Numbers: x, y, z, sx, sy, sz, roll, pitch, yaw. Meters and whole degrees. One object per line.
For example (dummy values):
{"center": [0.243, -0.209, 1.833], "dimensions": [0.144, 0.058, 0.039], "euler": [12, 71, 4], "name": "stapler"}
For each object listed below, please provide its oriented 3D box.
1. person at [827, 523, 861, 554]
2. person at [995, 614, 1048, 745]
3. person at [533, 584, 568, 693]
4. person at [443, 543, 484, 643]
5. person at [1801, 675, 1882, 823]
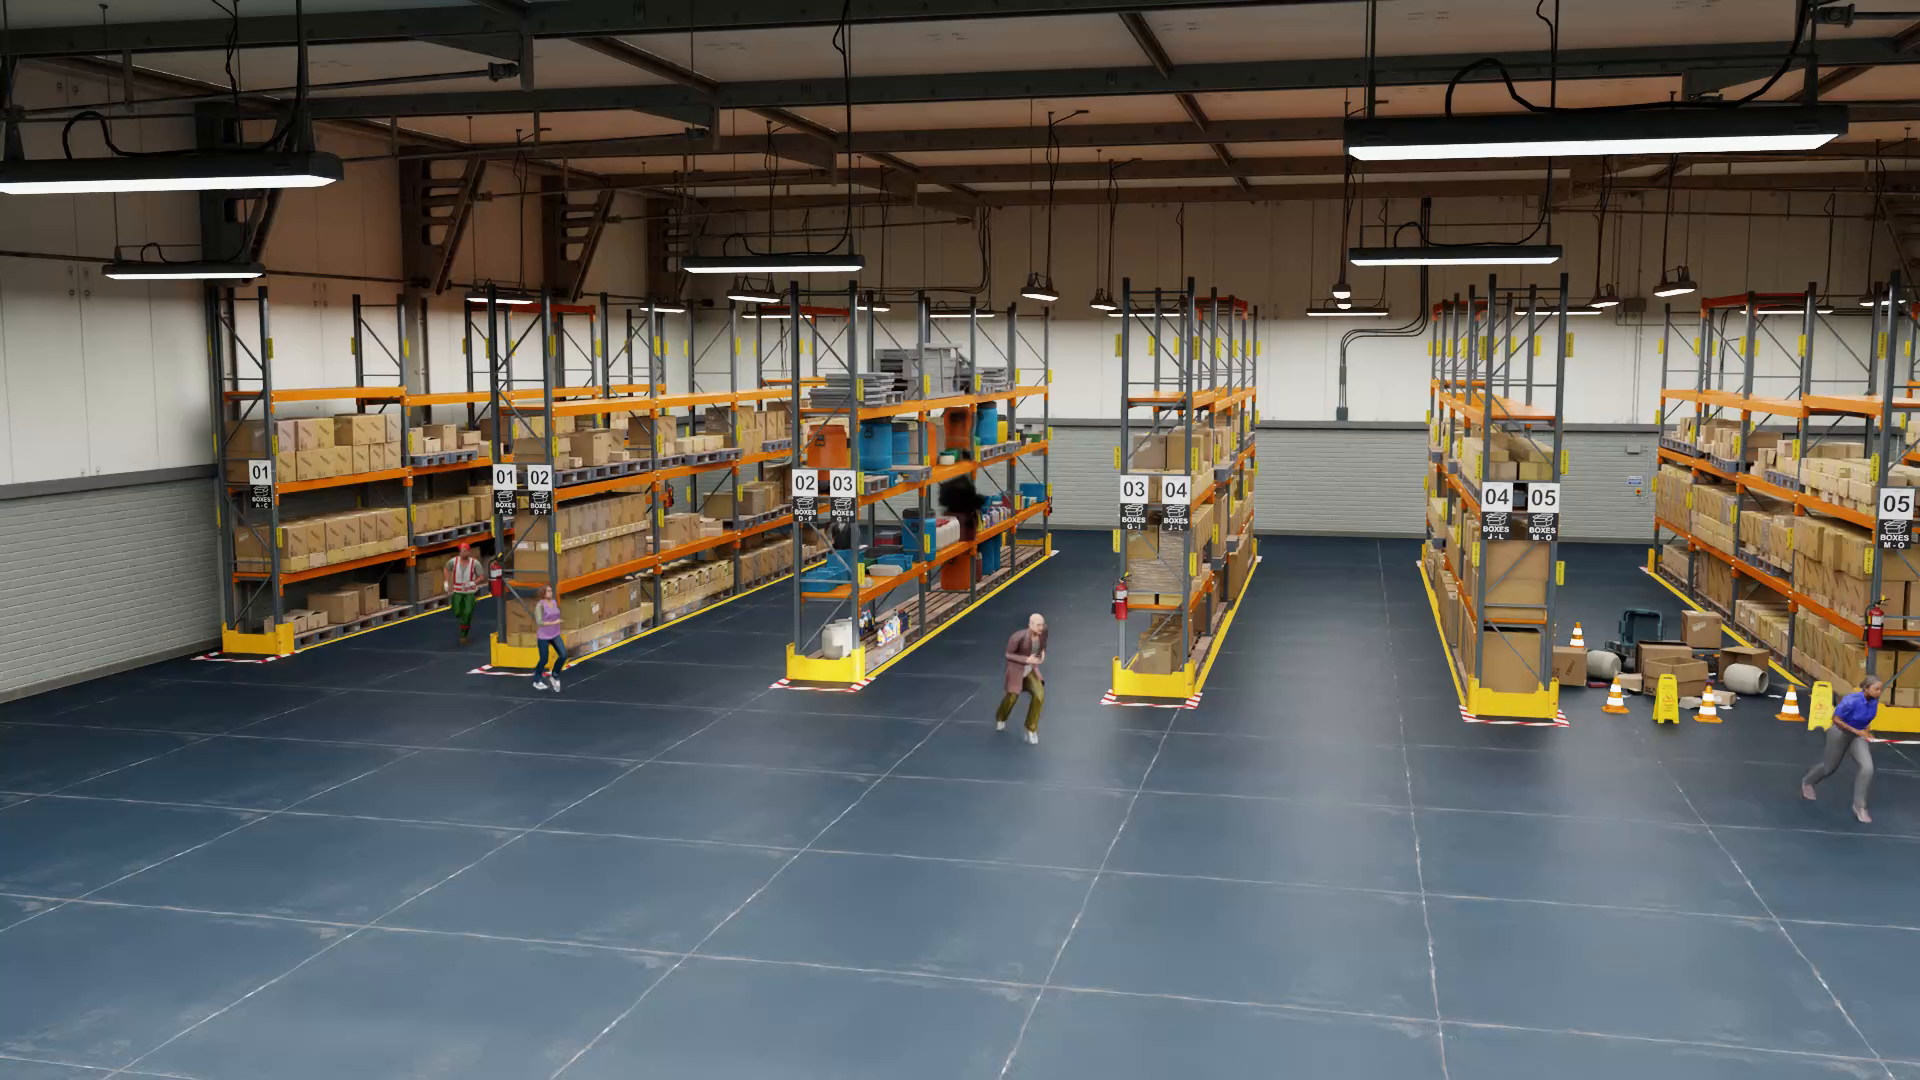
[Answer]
{"center": [-2.249, 0.209, 31.958], "dimensions": [0.669, 1.704, 0.697], "euler": [1, 7, 8], "name": "person"}
{"center": [0.793, 1.756, 21.349], "dimensions": [0.753, 1.733, 1.072], "euler": [-4, 8, -32], "name": "person"}
{"center": [-5.972, 1.435, 24.204], "dimensions": [0.667, 1.600, 0.507], "euler": [5, 8, 38], "name": "person"}
{"center": [-8.474, 0.902, 28.376], "dimensions": [0.707, 1.729, 0.686], "euler": [-1, 7, -5], "name": "person"}
{"center": [9.554, 2.189, 18.012], "dimensions": [0.617, 1.615, 0.966], "euler": [-2, 7, -18], "name": "person"}
